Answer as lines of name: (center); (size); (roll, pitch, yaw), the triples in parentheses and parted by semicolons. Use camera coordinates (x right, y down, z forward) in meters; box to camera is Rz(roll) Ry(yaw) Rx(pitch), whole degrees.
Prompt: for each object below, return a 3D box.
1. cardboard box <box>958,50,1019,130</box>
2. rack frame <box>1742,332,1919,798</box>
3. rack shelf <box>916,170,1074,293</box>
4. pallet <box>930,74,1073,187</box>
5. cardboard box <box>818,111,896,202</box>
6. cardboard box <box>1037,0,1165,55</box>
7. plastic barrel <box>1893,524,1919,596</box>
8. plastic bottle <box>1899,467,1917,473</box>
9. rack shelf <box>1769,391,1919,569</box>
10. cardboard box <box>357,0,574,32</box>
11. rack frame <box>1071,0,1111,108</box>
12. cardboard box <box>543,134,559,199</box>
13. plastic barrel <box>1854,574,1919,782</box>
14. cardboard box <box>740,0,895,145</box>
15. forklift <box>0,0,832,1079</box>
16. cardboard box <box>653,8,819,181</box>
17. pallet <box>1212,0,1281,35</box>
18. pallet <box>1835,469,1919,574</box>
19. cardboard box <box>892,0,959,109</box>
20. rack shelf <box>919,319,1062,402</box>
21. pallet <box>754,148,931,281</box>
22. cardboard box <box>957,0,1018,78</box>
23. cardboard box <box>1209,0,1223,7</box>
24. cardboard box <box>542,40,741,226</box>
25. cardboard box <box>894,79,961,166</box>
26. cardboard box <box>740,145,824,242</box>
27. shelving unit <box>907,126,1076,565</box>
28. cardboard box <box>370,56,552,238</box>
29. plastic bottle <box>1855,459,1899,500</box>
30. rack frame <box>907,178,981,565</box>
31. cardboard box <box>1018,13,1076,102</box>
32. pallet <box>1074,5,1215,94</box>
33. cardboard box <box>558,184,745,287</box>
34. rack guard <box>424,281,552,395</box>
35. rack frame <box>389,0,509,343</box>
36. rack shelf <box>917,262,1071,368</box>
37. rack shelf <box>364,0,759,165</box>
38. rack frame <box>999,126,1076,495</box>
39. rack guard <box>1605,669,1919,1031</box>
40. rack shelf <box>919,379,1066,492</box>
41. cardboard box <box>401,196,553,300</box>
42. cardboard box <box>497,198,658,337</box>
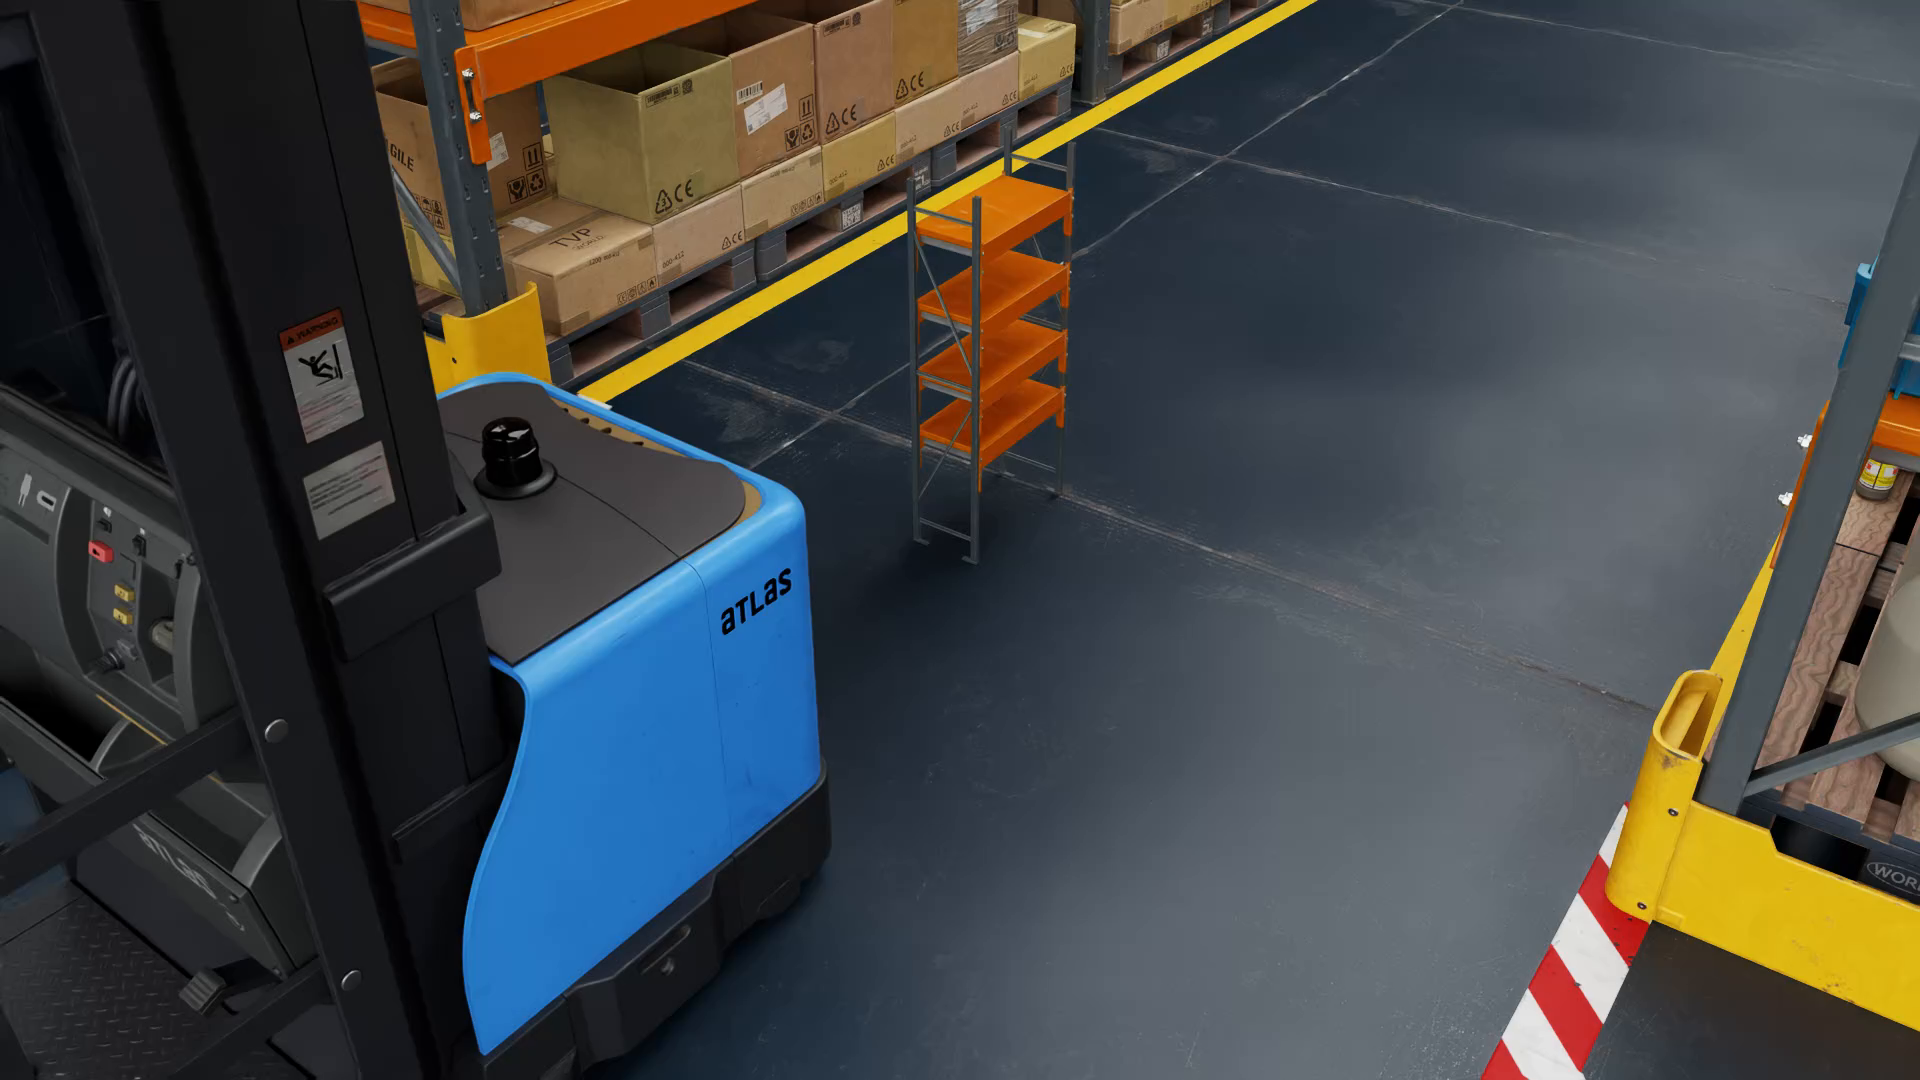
cardboard box: (-0.067, -2.173, 7.865); (0.500, 0.250, 0.500); (21, 39, 28)
rack frame: (2.100, -0.222, 2.901); (0.949, 2.616, 0.053); (21, 39, 28)
rack shelf: (0.094, -0.899, 4.806); (0.258, 0.148, 0.480); (21, 39, 28)
pallet: (-0.177, -2.140, 8.226); (1.003, 0.211, 1.213); (21, 39, 28)
cardboard box: (-0.624, -1.708, 7.177); (0.500, 0.250, 0.500); (21, 39, 28)
cardboard box: (0.745, -2.789, 8.777); (0.500, 0.250, 0.500); (20, 39, 27)
plastic barrel: (2.696, 0.075, 4.307); (0.421, 0.512, 0.421); (0, 34, 0)
plastic bottle: (2.951, -0.370, 5.158); (0.152, 0.276, 0.135); (22, 40, 29)
rack shelf: (3.238, -0.846, 4.465); (1.077, 0.370, 4.000); (21, 39, 28)
cardboard box: (-1.693, -2.059, 5.528); (0.700, 0.500, 0.500); (21, 39, 28)
rack frame: (0.311, -3.648, 7.967); (1.000, 3.000, 0.127); (21, 39, 28)
cardboard box: (-1.631, -1.417, 6.748); (0.500, 0.250, 0.500); (21, 39, 28)
plastic barrel: (2.410, 0.306, 3.966); (0.421, 0.512, 0.421); (0, 34, 0)
cardboard box: (-0.624, -2.018, 6.967); (0.500, 0.500, 0.500); (21, 39, 28)
forklift: (0.998, -1.237, 3.777); (3.137, 3.703, 8.990); (23, 40, 30)
cardboard box: (-0.923, -1.793, 6.635); (0.500, 0.500, 0.500); (21, 39, 28)
pallet: (1.394, -3.408, 10.101); (1.003, 0.211, 1.213); (21, 39, 28)
pallet: (3.266, -0.049, 5.135); (1.003, 0.211, 1.213); (21, 39, 28)
cardboard box: (-0.350, -2.253, 7.314); (0.500, 0.500, 0.500); (21, 39, 28)
rack shelf: (0.094, -0.550, 5.042); (0.221, 0.050, 0.457); (21, 39, 28)
pallet: (-0.872, -1.577, 7.393); (1.003, 0.211, 1.213); (21, 39, 28)
cardboard box: (-0.068, -2.484, 7.656); (0.500, 0.500, 0.500); (21, 39, 28)
cardboard box: (1.330, -3.263, 9.478); (0.500, 0.250, 0.500); (20, 39, 27)
cardboard box: (-1.197, -1.559, 6.288); (0.500, 0.500, 0.500); (21, 39, 28)
cardboard box: (-0.340, -1.938, 7.518); (0.500, 0.250, 0.500); (21, 39, 28)
cardboard box: (-0.913, -1.479, 6.839); (0.500, 0.250, 0.500); (21, 39, 28)
shelving unit: (0.094, -0.573, 5.027); (0.258, 1.200, 0.503); (21, 39, 28)
cardboard box: (-1.908, -1.495, 6.193); (0.500, 0.500, 0.500); (21, 39, 28)
plastic bottle: (2.785, -0.232, 5.020); (0.097, 0.201, 0.097); (0, 34, 0)
rack frame: (-0.045, -0.461, 4.860); (0.240, 1.200, 0.015); (21, 39, 28)
cardboard box: (0.226, -2.400, 8.200); (0.500, 0.250, 0.500); (21, 39, 28)
pallet: (0.699, -2.844, 9.268); (1.003, 0.211, 1.213); (21, 39, 28)
cardboard box: (-1.199, -1.249, 6.499); (0.500, 0.250, 0.500); (21, 39, 28)
rack guard: (-1.983, -0.761, 5.928); (1.175, 0.500, 0.348); (21, 39, 28)
rack frame: (-1.969, -1.807, 5.245); (1.000, 3.000, 0.127); (21, 39, 28)
rack shelf: (0.094, -0.703, 4.939); (0.258, 0.148, 0.480); (21, 39, 28)
rack shelf: (-0.829, -2.430, 6.807); (1.077, 0.370, 4.000); (21, 39, 28)
rack frame: (0.234, -0.685, 5.193); (0.240, 1.200, 0.015); (21, 39, 28)
rack guard: (2.102, 0.762, 3.677); (1.175, 0.500, 0.348); (21, 39, 28)
rack shelf: (0.094, -0.353, 5.175); (0.258, 0.148, 0.480); (21, 39, 28)
cardboard box: (-1.906, -1.183, 6.402); (0.500, 0.250, 0.500); (21, 39, 28)
cardboard box: (-1.481, -1.018, 6.157); (0.500, 0.250, 0.500); (21, 39, 28)
